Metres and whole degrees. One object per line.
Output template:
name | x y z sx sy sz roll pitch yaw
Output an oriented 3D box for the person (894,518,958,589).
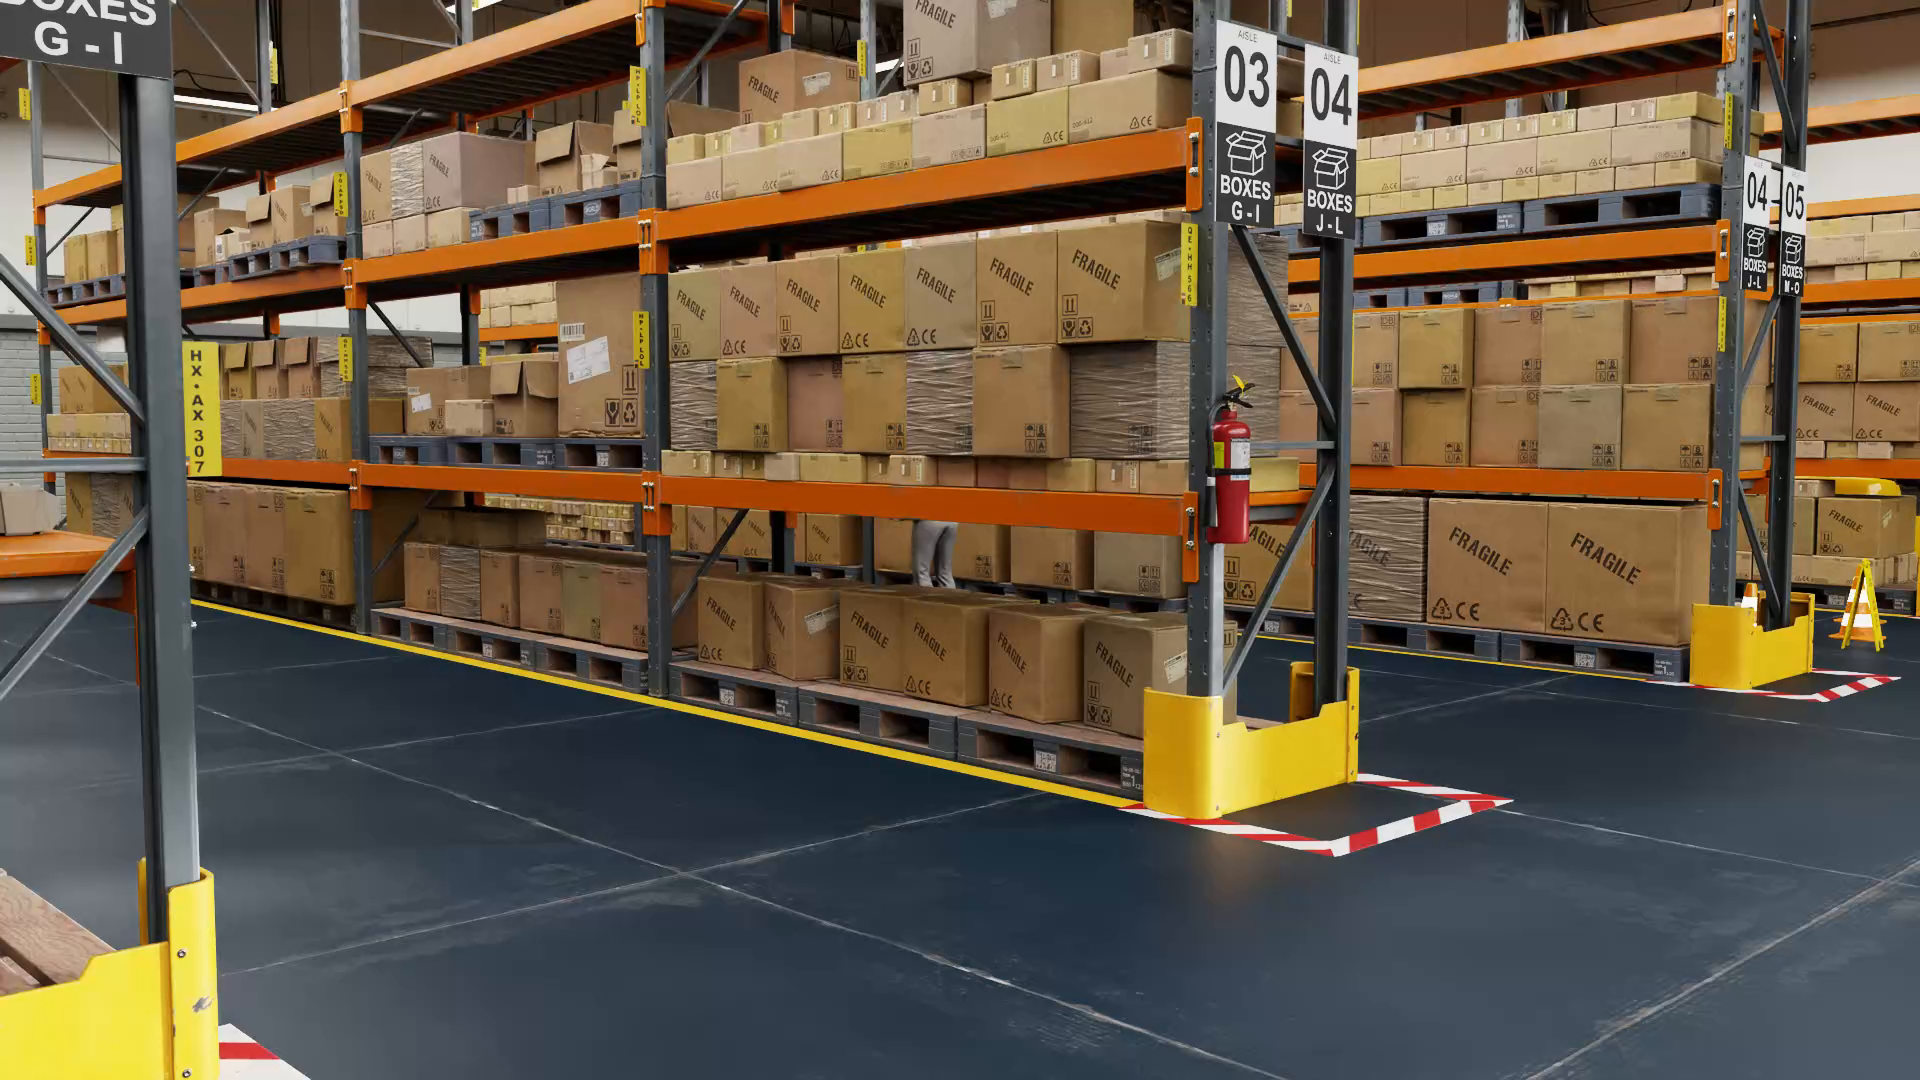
person | -0.238 -0.115 12.501 0.459 1.686 0.556 -4 6 -43
